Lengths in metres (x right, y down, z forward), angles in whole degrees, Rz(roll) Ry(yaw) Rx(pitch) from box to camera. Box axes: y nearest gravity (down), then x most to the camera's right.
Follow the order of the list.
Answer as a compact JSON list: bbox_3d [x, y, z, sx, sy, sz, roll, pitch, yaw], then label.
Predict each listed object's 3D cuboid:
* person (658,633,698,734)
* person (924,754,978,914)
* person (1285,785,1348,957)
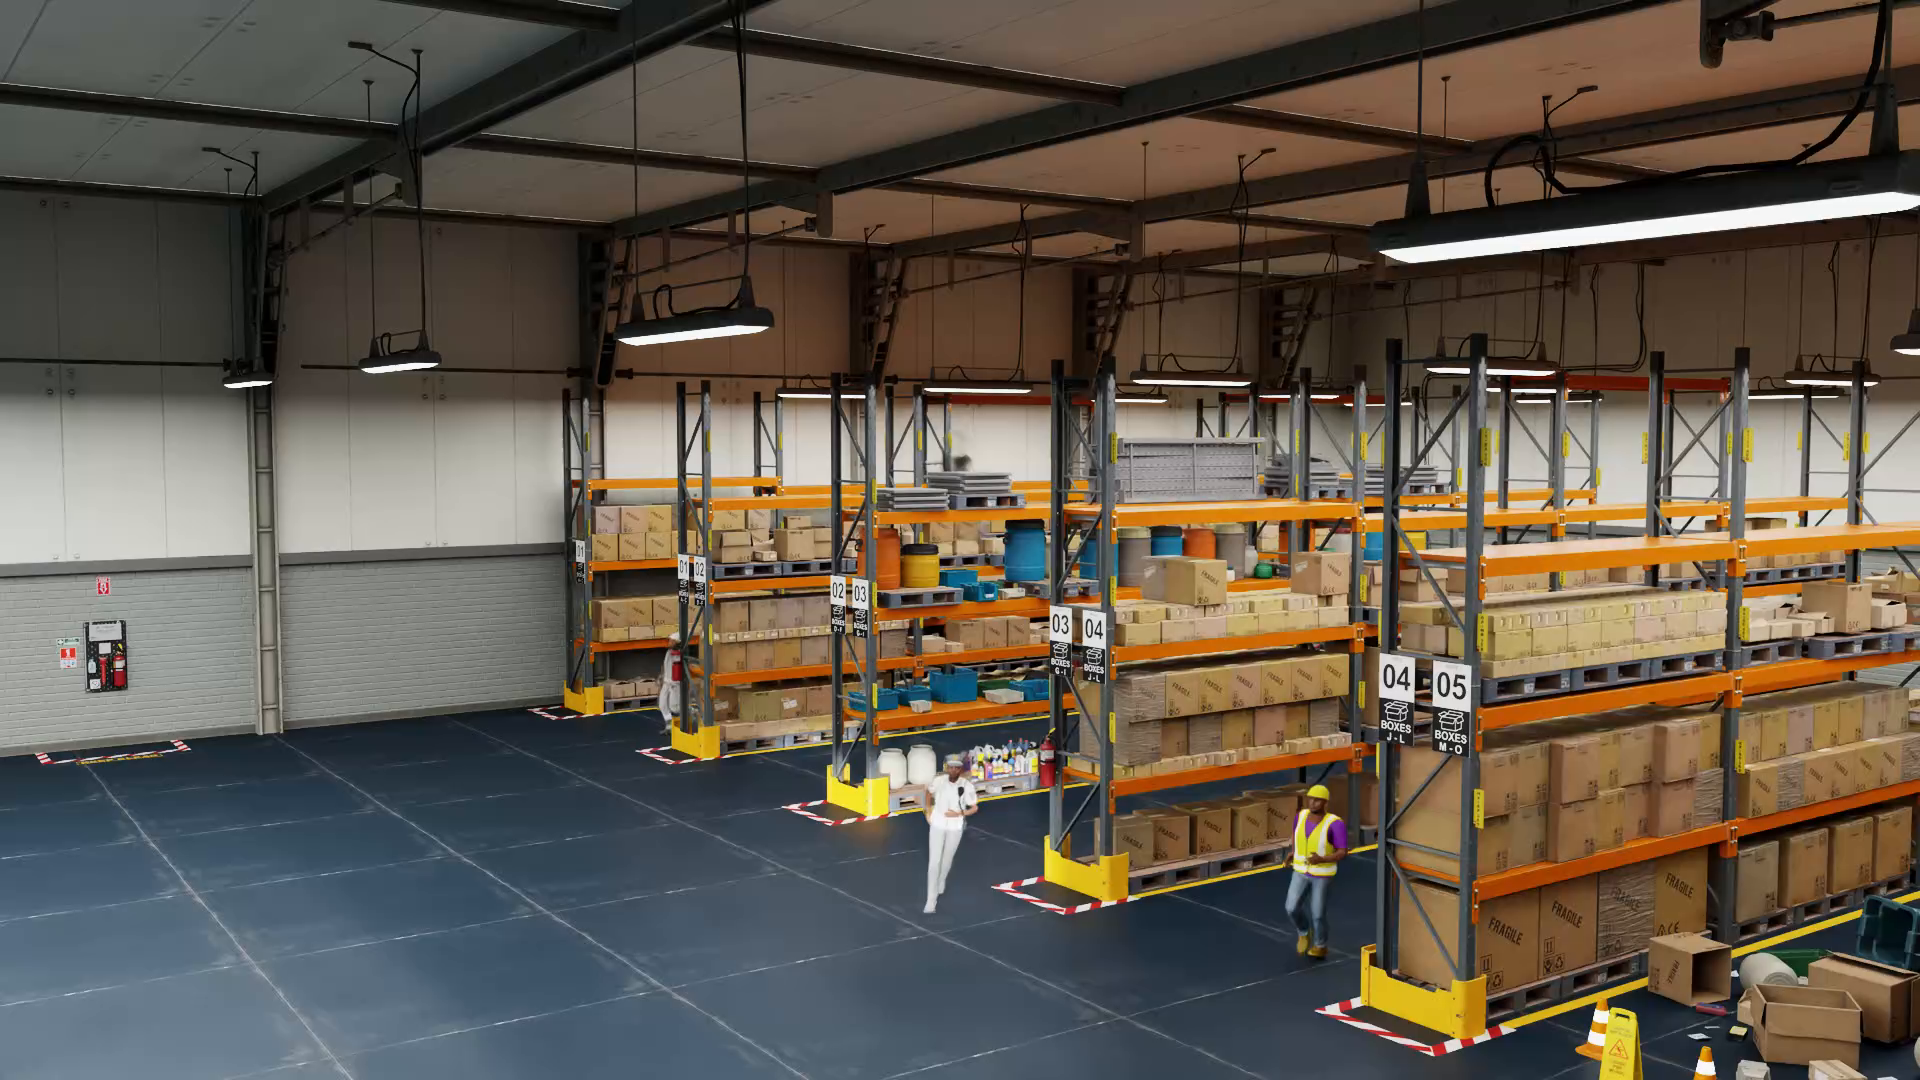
[{"bbox_3d":[-4.853,2.454,28.580,0.709,1.730,0.694,-4,5,-44],"label":"person"},{"bbox_3d":[-0.094,3.172,18.246,0.592,1.719,0.861,0,4,4],"label":"person"},{"bbox_3d":[3.445,3.240,16.230,0.676,1.717,0.624,3,5,37],"label":"person"}]
